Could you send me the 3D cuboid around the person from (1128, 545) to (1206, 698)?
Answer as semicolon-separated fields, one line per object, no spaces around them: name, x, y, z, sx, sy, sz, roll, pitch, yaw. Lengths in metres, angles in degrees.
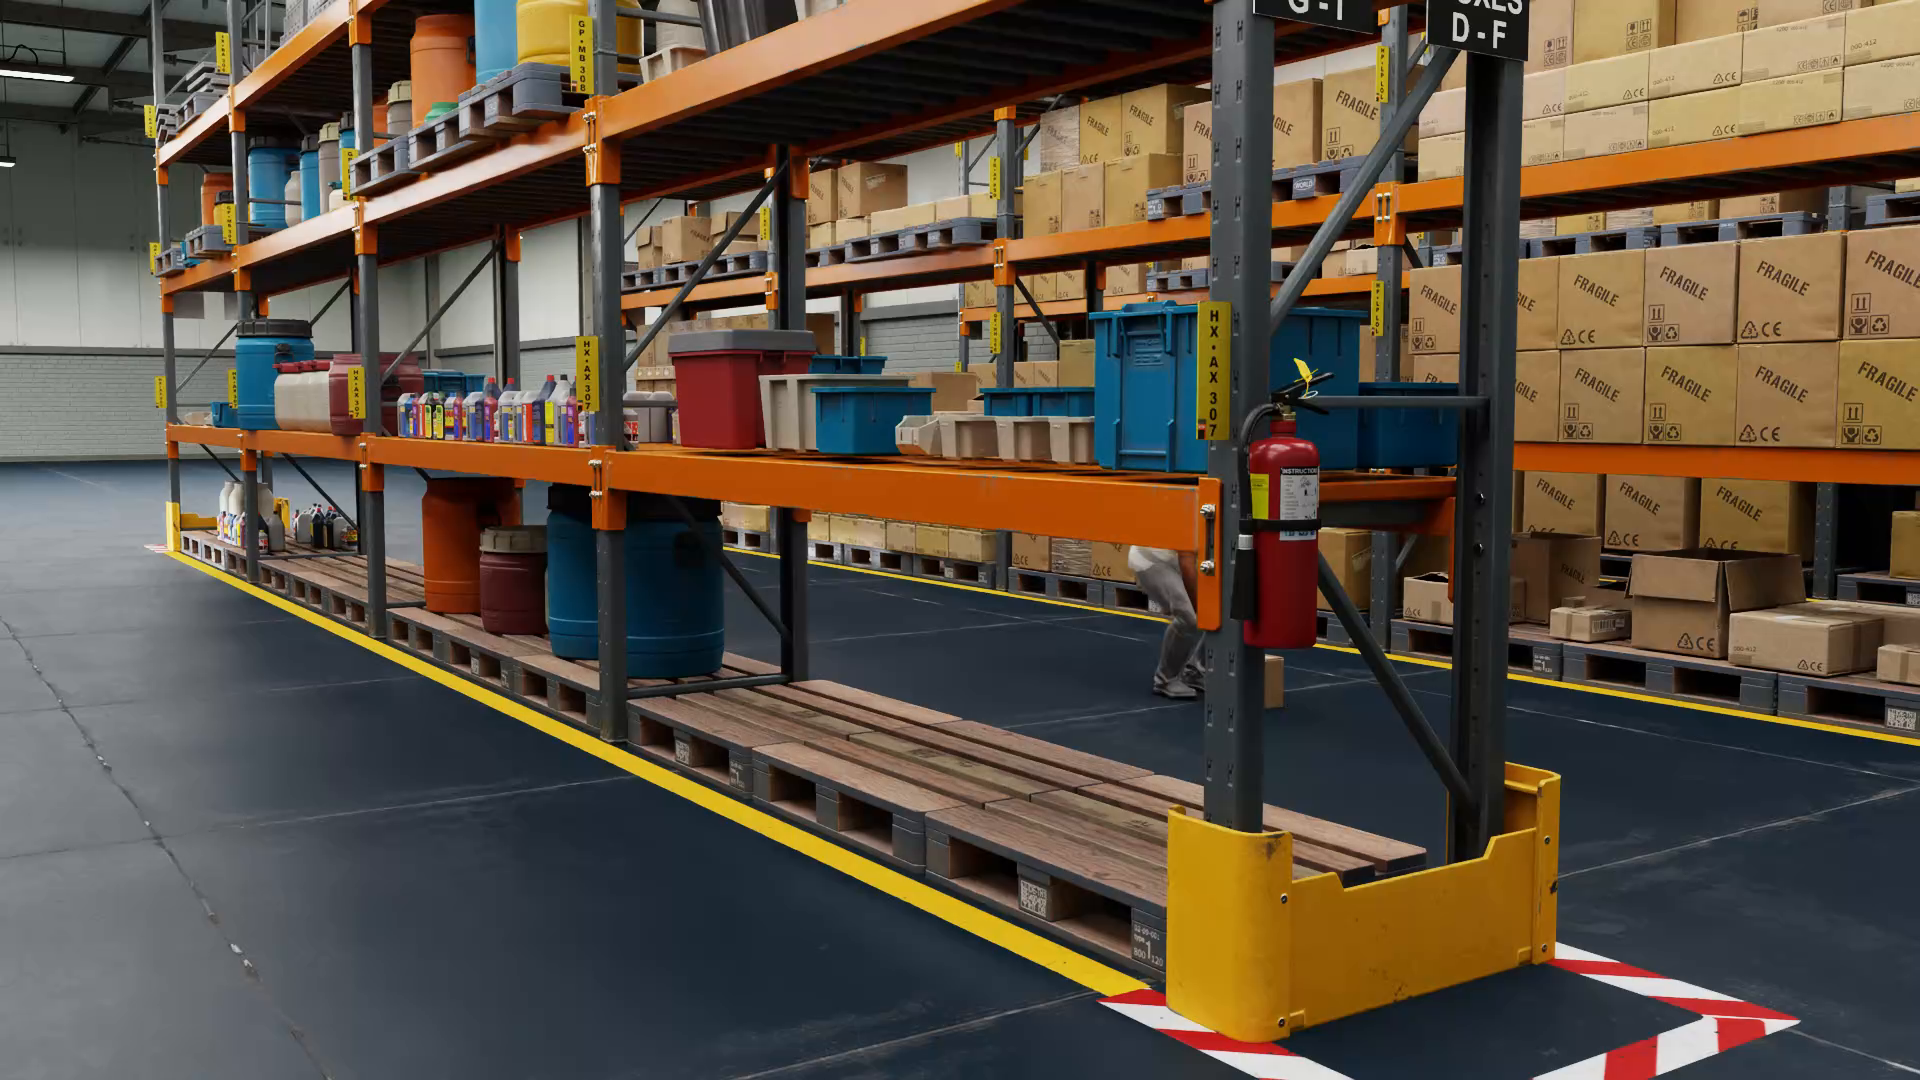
person;1.278;0.184;8.615;0.625;1.250;0.828;-3;6;-34
